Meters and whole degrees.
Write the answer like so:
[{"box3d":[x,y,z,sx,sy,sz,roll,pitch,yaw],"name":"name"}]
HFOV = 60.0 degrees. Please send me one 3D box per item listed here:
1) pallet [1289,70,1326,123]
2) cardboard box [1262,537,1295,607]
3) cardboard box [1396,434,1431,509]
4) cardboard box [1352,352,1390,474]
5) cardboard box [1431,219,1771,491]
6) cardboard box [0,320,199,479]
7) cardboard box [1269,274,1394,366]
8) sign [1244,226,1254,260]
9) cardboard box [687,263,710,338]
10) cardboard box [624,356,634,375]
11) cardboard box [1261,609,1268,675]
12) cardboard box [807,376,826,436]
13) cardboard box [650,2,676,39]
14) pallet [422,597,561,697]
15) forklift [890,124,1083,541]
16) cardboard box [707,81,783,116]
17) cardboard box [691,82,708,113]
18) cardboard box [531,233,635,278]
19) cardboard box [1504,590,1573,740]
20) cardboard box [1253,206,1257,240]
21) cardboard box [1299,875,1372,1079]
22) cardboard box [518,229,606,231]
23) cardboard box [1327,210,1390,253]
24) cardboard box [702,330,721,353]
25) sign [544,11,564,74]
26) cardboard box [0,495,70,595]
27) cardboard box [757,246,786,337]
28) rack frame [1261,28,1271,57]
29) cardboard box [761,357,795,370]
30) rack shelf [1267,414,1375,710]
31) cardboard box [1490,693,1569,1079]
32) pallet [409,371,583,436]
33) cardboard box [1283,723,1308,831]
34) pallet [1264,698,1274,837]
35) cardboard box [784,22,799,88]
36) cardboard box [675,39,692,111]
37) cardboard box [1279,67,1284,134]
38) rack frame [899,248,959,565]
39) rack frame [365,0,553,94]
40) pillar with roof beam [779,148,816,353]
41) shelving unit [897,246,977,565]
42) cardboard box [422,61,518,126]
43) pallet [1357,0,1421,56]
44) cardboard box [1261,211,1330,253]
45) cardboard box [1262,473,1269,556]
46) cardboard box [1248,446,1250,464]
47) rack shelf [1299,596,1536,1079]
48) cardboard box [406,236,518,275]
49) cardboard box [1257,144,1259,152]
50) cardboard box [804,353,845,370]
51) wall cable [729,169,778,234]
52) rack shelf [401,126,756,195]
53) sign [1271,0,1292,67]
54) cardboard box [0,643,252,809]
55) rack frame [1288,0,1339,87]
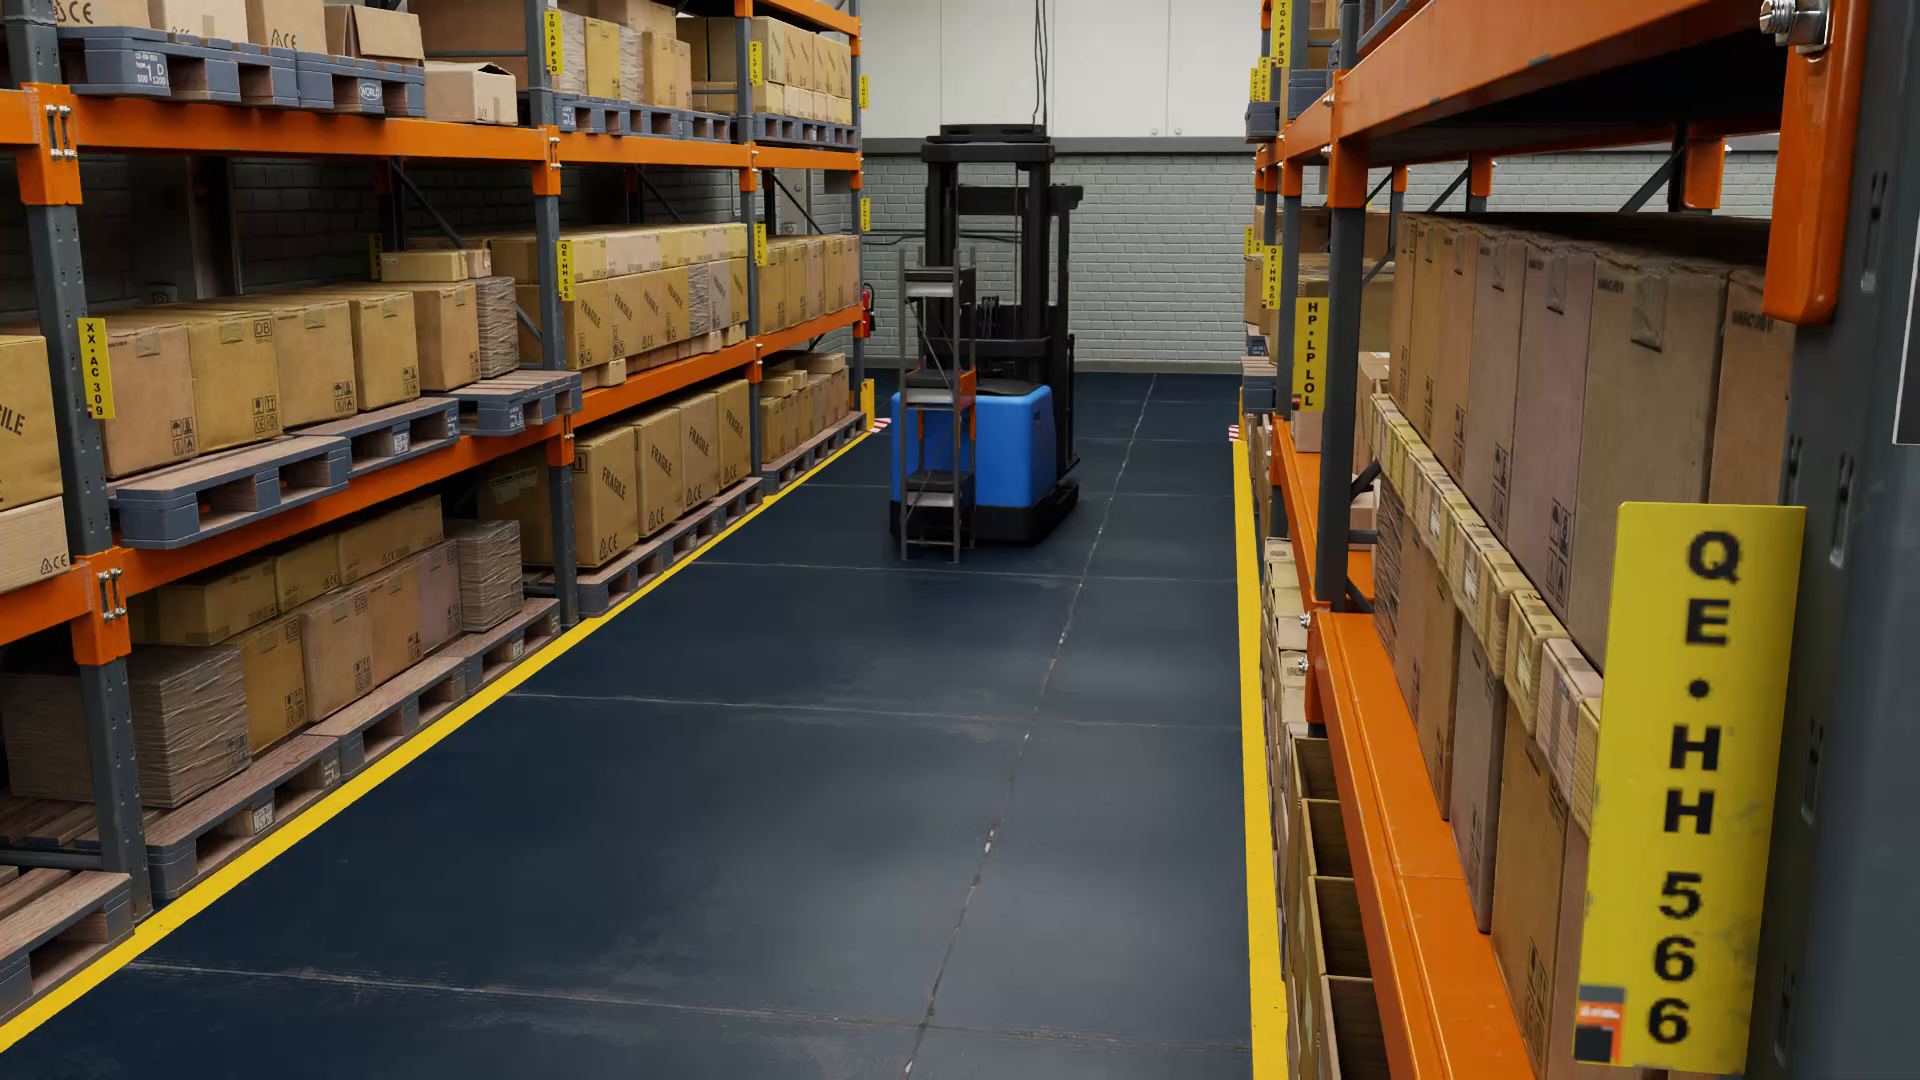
[{"box3d":[2.148,-2.052,7.725,1.213,0.211,1.003,2,12,11],"name":"pallet"},{"box3d":[1.793,0.142,8.414,0.500,0.311,0.500,2,12,11],"name":"cardboard box"},{"box3d":[1.201,-0.145,3.771,0.380,0.149,0.250,2,12,8],"name":"cardboard box"},{"box3d":[1.922,-0.522,7.056,0.500,0.500,0.500,1,12,6],"name":"cardboard box"},{"box3d":[1.333,-0.371,3.277,0.700,0.500,0.500,2,12,9],"name":"cardboard box"},{"box3d":[-3.234,-0.518,5.997,0.700,0.500,0.500,2,12,9],"name":"cardboard box"},{"box3d":[2.150,-1.211,9.260,0.700,0.500,0.500,-2,12,-10],"name":"cardboard box"},{"box3d":[2.858,-2.929,16.407,0.100,0.325,0.005,2,12,9],"name":"sign"},{"box3d":[-2.092,-1.704,11.789,0.500,0.500,0.500,2,12,9],"name":"cardboard box"},{"box3d":[-2.332,-1.146,10.738,0.380,0.149,0.250,2,12,10],"name":"cardboard box"},{"box3d":[1.717,0.521,7.988,0.500,0.250,0.500,2,12,7],"name":"cardboard box"},{"box3d":[-1.663,-1.273,15.717,0.700,0.500,0.500,1,12,7],"name":"cardboard box"},{"box3d":[-2.381,-3.733,12.012,0.500,0.250,0.500,3,12,13],"name":"cardboard box"},{"box3d":[-2.853,0.544,8.970,1.003,0.211,1.213,2,12,9],"name":"pallet"},{"box3d":[0.334,-1.687,12.865,1.130,2.935,3.031,3,12,13],"name":"forklift"},{"box3d":[-1.749,-3.597,13.567,0.500,0.250,0.500,2,12,8],"name":"cardboard box"},{"box3d":[-2.242,-3.612,13.636,0.500,0.250,0.500,2,12,9],"name":"cardboard box"},{"box3d":[-2.325,-1.751,10.227,0.500,0.250,0.500,2,12,8],"name":"cardboard box"},{"box3d":[0.963,0.176,2.278,0.380,0.149,0.250,2,12,10],"name":"cardboard box"},{"box3d":[3.066,-2.942,15.912,0.500,0.500,0.500,2,12,10],"name":"cardboard box"},{"box3d":[1.015,1.077,3.626,0.500,0.500,0.500,2,12,9],"name":"cardboard box"},{"box3d":[-2.675,-1.976,11.272,0.500,0.250,0.500,2,12,7],"name":"cardboard box"},{"box3d":[3.209,-2.389,13.349,0.500,0.500,0.500,1,12,7],"name":"cardboard box"},{"box3d":[-1.971,-1.460,12.195,0.380,0.149,0.250,2,12,9],"name":"cardboard box"},{"box3d":[-2.195,-2.683,8.977,0.100,0.325,0.005,2,12,9],"name":"sign"},{"box3d":[-3.120,0.022,5.078,0.500,0.250,0.500,2,12,9],"name":"cardboard box"},{"box3d":[-2.016,-2.074,13.784,0.980,0.700,0.700,2,12,10],"name":"cardboard box"},{"box3d":[3.394,-5.420,15.785,1.000,3.000,0.127,2,12,9],"name":"rack frame"},{"box3d":[-1.804,-1.674,16.038,0.380,0.149,0.250,2,12,9],"name":"cardboard box"},{"box3d":[1.857,-0.054,6.834,1.077,0.370,4.000,2,12,9],"name":"rack shelf"},{"box3d":[1.176,0.485,2.387,0.700,0.500,0.500,2,12,9],"name":"cardboard box"},{"box3d":[-2.736,-0.737,8.747,1.213,0.211,1.003,2,12,9],"name":"pallet"},{"box3d":[1.328,0.781,5.447,0.500,0.311,0.500,2,12,9],"name":"cardboard box"},{"box3d":[1.809,0.964,7.019,1.003,0.211,1.213,2,12,9],"name":"pallet"},{"box3d":[-1.656,-4.075,14.004,0.500,0.500,0.500,2,12,7],"name":"cardboard box"},{"box3d":[-2.360,-3.365,12.088,0.700,0.500,0.500,1,12,6],"name":"cardboard box"},{"box3d":[2.356,-2.644,9.785,0.910,0.500,0.500,2,12,9],"name":"cardboard box"},{"box3d":[-0.202,-0.869,11.043,0.400,2.100,0.015,3,12,13],"name":"rack frame"},{"box3d":[-2.731,-3.915,8.799,1.000,3.000,0.127,2,12,9],"name":"rack frame"},{"box3d":[2.313,-6.031,18.617,9.100,9.000,0.400,2,12,9],"name":"pillar with roof beam"},{"box3d":[-0.147,-0.919,11.276,0.431,2.100,0.503,3,12,13],"name":"shelving unit"},{"box3d":[-2.575,-2.256,8.386,0.500,0.311,0.500,2,12,9],"name":"cardboard box"},{"box3d":[1.443,-1.234,3.692,1.003,0.211,1.213,2,12,9],"name":"pallet"},{"box3d":[2.601,-2.306,12.965,0.500,0.500,0.500,2,12,9],"name":"cardboard box"},{"box3d":[2.156,-0.126,10.345,0.500,0.500,0.500,1,12,7],"name":"cardboard box"},{"box3d":[2.585,-0.684,13.772,0.380,0.149,0.250,2,12,9],"name":"cardboard box"},{"box3d":[1.241,0.778,2.970,1.077,0.370,4.000,2,12,9],"name":"rack shelf"},{"box3d":[-2.918,-1.656,9.785,0.500,0.250,0.500,2,12,10],"name":"cardboard box"},{"box3d":[2.975,-3.678,15.178,0.500,0.250,0.500,2,12,9],"name":"cardboard box"},{"box3d":[-1.349,-1.766,16.466,0.380,0.149,0.250,2,12,8],"name":"cardboard box"},{"box3d":[-2.239,-3.441,18.430,0.084,1.984,1.851,2,12,9],"name":"wall cable"},{"box3d":[-2.424,-2.513,11.122,1.077,0.370,4.000,2,12,9],"name":"rack shelf"},{"box3d":[1.628,-2.560,8.403,0.100,0.325,0.005,2,12,9],"name":"sign"},{"box3d":[-3.250,0.704,6.498,0.700,0.500,0.500,2,12,11],"name":"cardboard box"},{"box3d":[2.164,-3.755,8.058,1.000,3.000,0.127,2,12,9],"name":"rack frame"}]
